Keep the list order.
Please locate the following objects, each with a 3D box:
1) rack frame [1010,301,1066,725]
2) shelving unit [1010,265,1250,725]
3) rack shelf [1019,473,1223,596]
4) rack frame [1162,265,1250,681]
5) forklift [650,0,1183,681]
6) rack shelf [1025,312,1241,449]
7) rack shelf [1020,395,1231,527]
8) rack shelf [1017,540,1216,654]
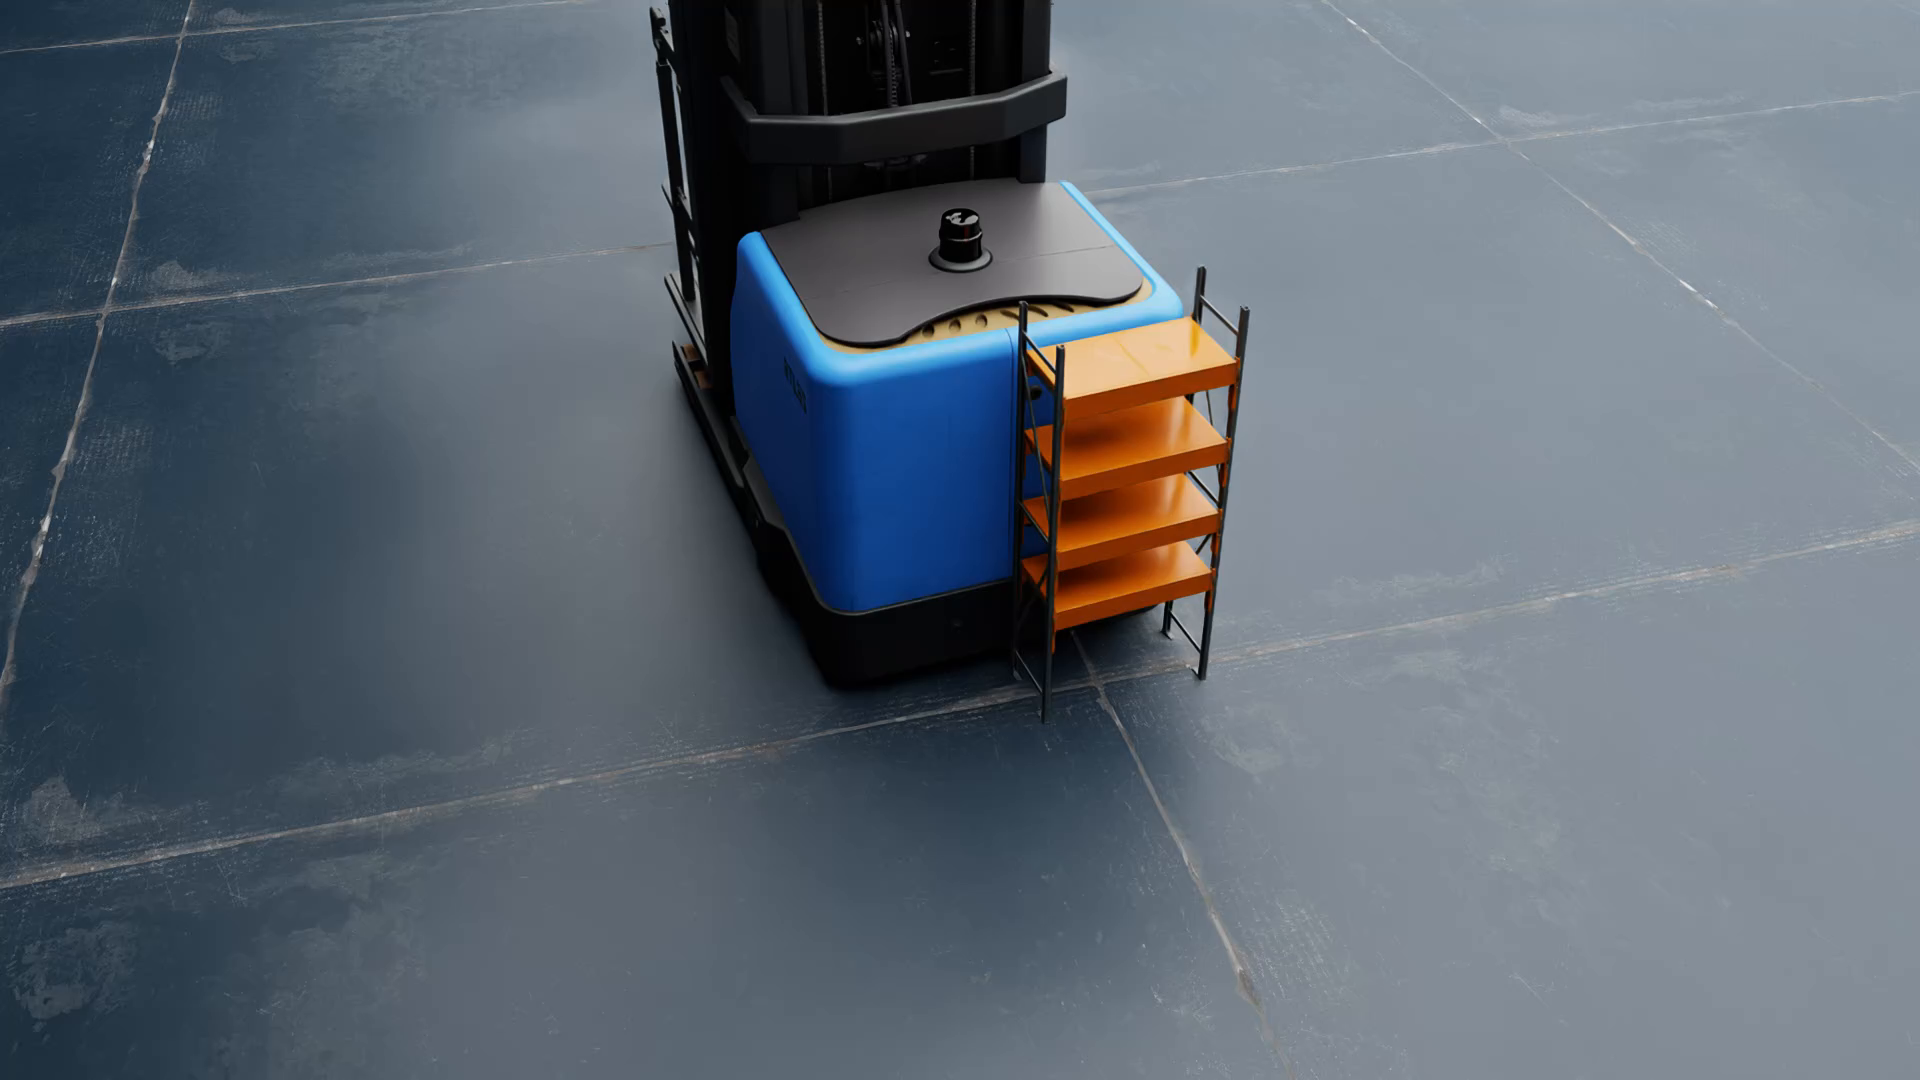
[{"bbox_3d":[0.194,-0.035,4.309,0.015,1.200,0.240,-14,39,-17],"label":"rack frame"},{"bbox_3d":[0.421,-0.090,4.381,0.503,1.200,0.258,-14,39,-17],"label":"shelving unit"},{"bbox_3d":[0.421,-0.037,4.421,0.480,0.148,0.258,-14,39,-17],"label":"rack shelf"},{"bbox_3d":[0.648,-0.145,4.452,0.015,1.200,0.240,-14,39,-17],"label":"rack frame"},{"bbox_3d":[-0.381,-1.670,5.021,1.130,2.935,3.031,-12,39,-16],"label":"forklift"},{"bbox_3d":[0.421,-0.402,4.142,0.480,0.148,0.258,-14,39,-17],"label":"rack shelf"},{"bbox_3d":[0.421,-0.215,4.285,0.480,0.148,0.258,-14,39,-17],"label":"rack shelf"},{"bbox_3d":[0.421,0.121,4.542,0.480,0.148,0.258,-14,39,-17],"label":"rack shelf"}]
